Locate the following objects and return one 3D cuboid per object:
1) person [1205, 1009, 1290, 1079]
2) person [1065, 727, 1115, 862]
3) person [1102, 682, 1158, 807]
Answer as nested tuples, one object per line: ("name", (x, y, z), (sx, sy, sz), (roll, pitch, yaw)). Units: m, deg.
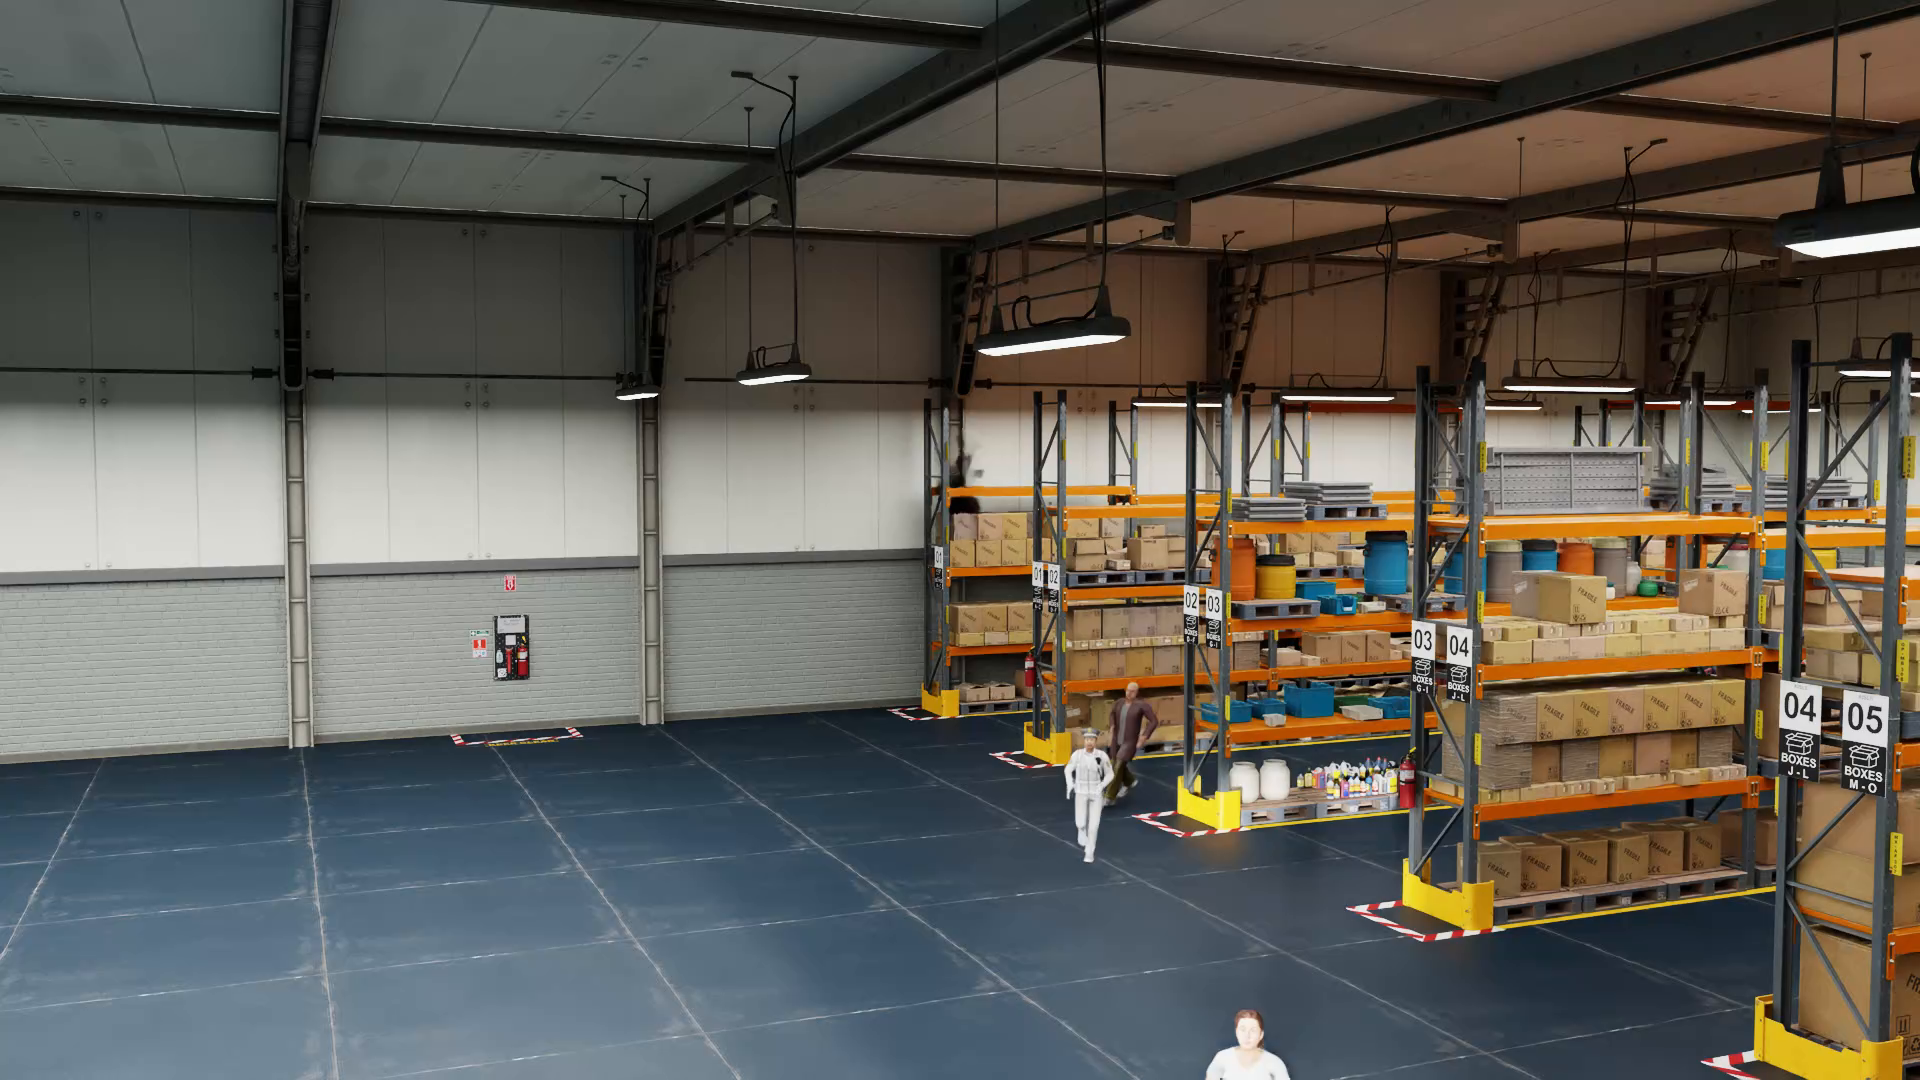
("person", (1.788, 3.744, 10.383), (0.573, 1.607, 0.779), (1, 3, 16))
("person", (1.598, 3.134, 20.563), (0.623, 1.655, 0.554), (0, 3, 7))
("person", (2.381, 2.879, 23.547), (0.772, 1.748, 0.977), (3, 5, 43))
